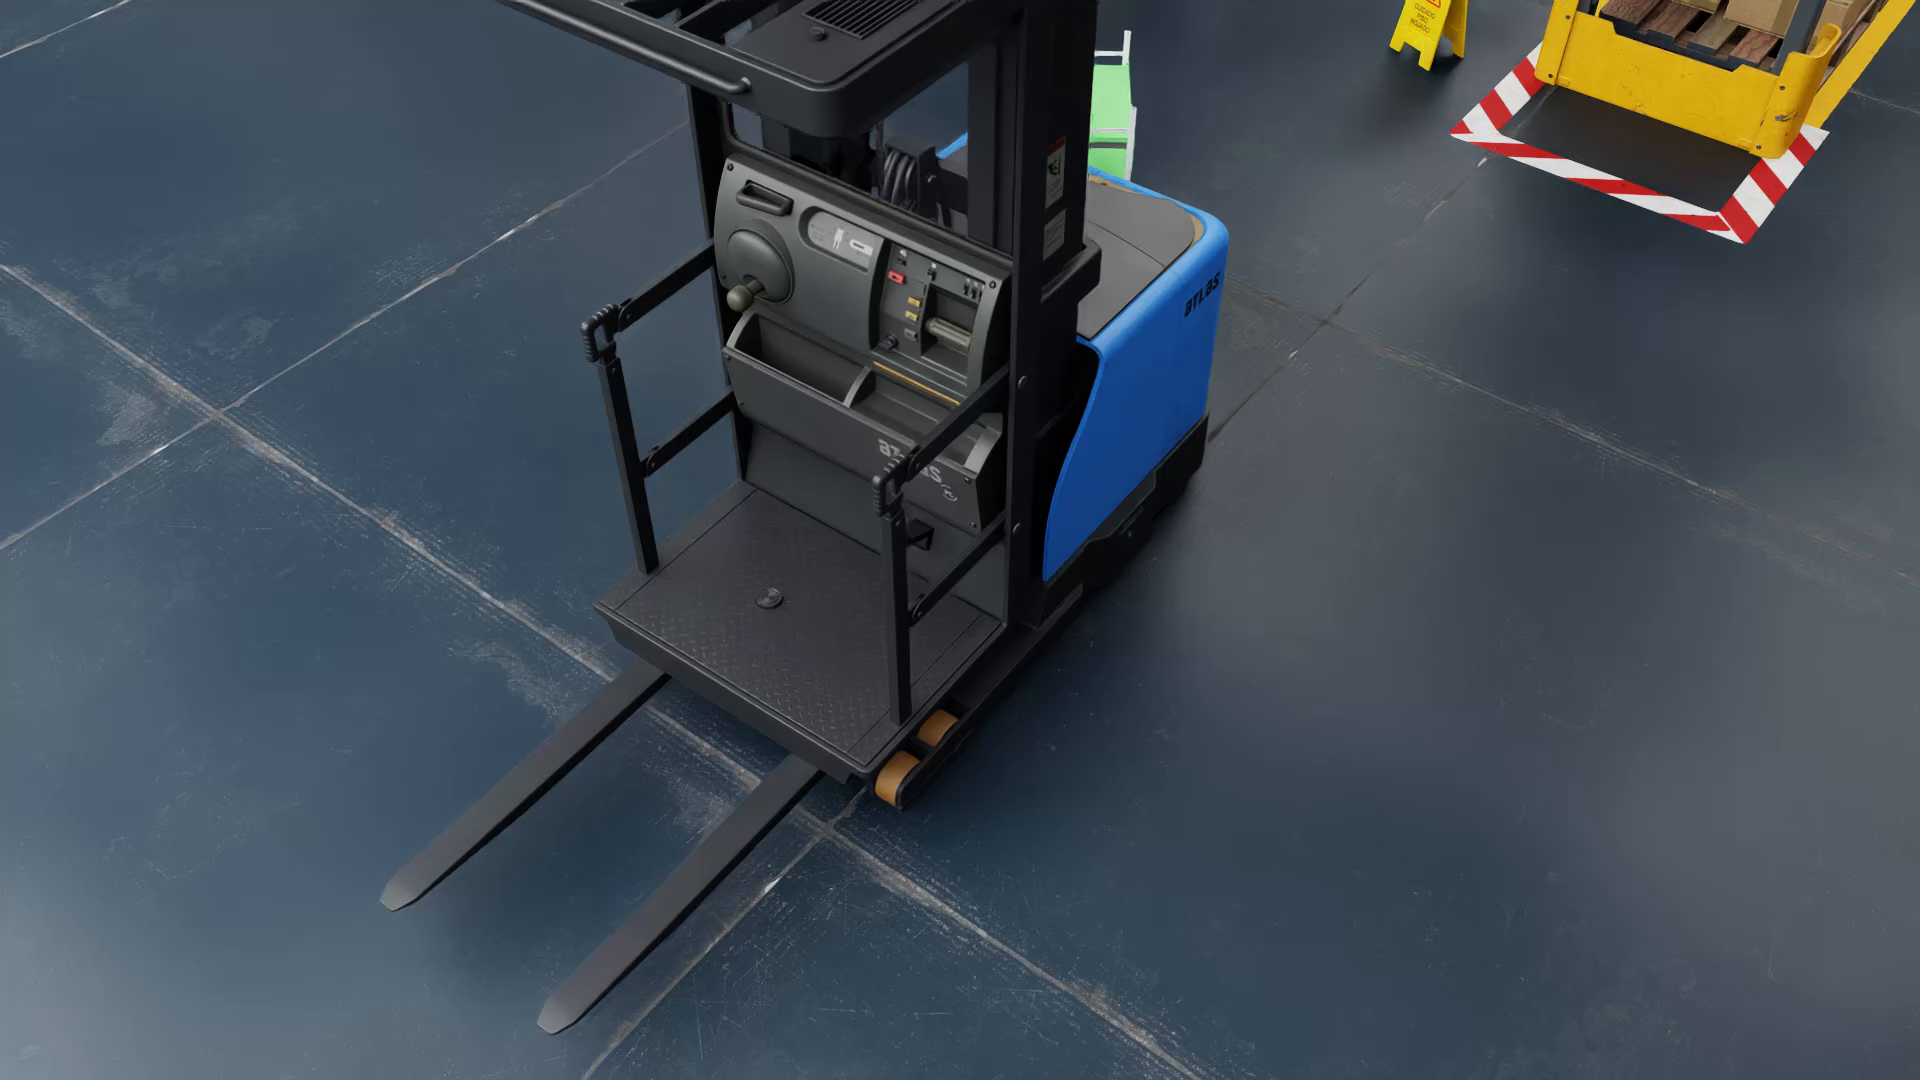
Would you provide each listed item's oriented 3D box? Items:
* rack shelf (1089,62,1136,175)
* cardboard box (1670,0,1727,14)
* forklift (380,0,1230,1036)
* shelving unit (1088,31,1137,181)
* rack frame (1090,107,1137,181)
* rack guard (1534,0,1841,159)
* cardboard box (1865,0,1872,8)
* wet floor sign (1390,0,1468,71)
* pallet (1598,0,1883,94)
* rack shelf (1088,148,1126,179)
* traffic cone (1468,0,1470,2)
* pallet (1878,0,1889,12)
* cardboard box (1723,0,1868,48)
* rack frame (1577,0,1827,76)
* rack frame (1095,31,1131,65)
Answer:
[{"bbox_3d":[0.465,-1.464,5.743,0.258,0.148,0.480,1,46,1],"label":"rack shelf"},{"bbox_3d":[3.500,-2.807,7.968,0.500,0.250,0.500,29,53,25],"label":"cardboard box"},{"bbox_3d":[-0.411,-0.620,4.316,1.130,2.935,3.031,28,52,24],"label":"forklift"},{"bbox_3d":[0.465,-1.176,6.044,0.258,1.200,0.503,1,46,1],"label":"shelving unit"},{"bbox_3d":[0.458,-1.000,5.875,0.240,1.200,0.015,1,46,1],"label":"rack frame"},{"bbox_3d":[3.250,-2.196,7.502,1.175,0.500,0.348,29,53,25],"label":"rack guard"},{"bbox_3d":[4.234,-2.840,7.999,0.500,0.250,0.500,31,54,26],"label":"cardboard box"},{"bbox_3d":[2.241,-2.567,7.756,0.232,0.644,0.267,-25,51,-22],"label":"wet floor sign"},{"bbox_3d":[3.775,-2.546,8.036,1.003,0.211,1.213,29,53,25],"label":"pallet"},{"bbox_3d":[0.465,-1.298,5.917,0.258,0.148,0.480,1,46,1],"label":"rack shelf"},{"bbox_3d":[2.446,-2.956,8.254,0.336,0.463,0.334,29,53,25],"label":"traffic cone"},{"bbox_3d":[4.521,-3.241,8.700,1.003,0.211,1.213,29,53,25],"label":"pallet"},{"bbox_3d":[3.916,-2.551,7.723,0.500,0.250,0.500,29,53,25],"label":"cardboard box"},{"bbox_3d":[3.204,-3.016,6.557,1.000,3.000,0.127,29,53,25],"label":"rack frame"},{"bbox_3d":[0.473,-1.353,6.212,0.240,1.200,0.015,1,46,1],"label":"rack frame"}]
